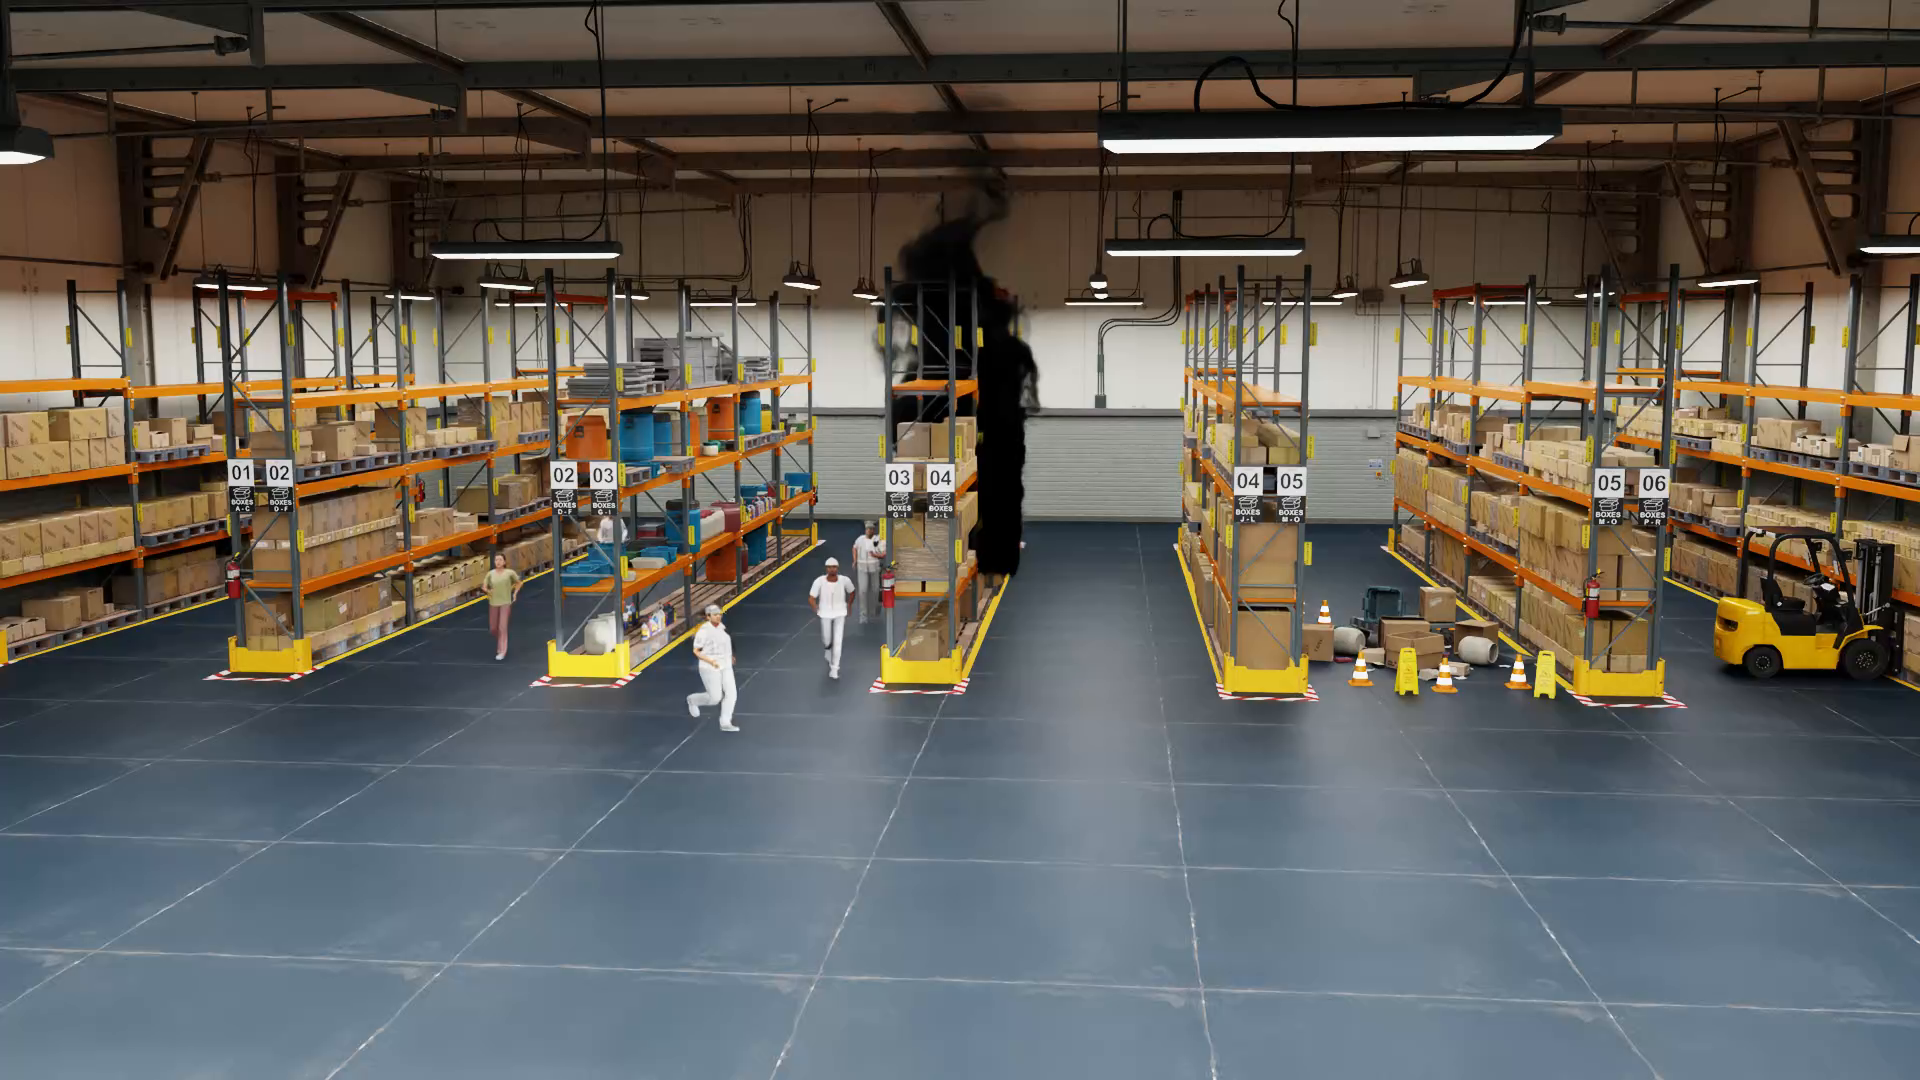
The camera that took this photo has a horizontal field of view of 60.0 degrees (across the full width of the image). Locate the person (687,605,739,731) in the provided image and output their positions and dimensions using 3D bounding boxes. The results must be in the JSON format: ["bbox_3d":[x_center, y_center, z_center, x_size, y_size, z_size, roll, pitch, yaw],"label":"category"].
[{"bbox_3d":[-3.123,1.628,21.279,0.769,1.619,0.621,5,9,36],"label":"person"}]

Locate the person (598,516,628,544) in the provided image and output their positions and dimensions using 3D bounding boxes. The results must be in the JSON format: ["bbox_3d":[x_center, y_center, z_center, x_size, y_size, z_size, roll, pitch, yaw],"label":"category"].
[{"bbox_3d":[-7.065,0.090,33.857,0.603,1.643,0.593,-1,7,-9],"label":"person"}]

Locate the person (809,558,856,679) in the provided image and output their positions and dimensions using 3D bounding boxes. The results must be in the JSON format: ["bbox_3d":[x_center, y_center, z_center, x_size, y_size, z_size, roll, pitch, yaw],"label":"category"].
[{"bbox_3d":[-1.898,1.133,24.818,0.699,1.758,0.850,-1,7,-5],"label":"person"}]

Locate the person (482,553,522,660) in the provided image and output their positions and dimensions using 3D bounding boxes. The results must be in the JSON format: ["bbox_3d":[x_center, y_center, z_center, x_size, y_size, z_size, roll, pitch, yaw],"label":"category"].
[{"bbox_3d":[-7.199,1.016,26.117,0.589,1.641,0.877,0,7,-3],"label":"person"}]

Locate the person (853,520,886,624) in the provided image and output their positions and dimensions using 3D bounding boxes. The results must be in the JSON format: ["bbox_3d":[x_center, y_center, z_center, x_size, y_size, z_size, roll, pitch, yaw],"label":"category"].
[{"bbox_3d":[-1.591,0.530,29.363,0.661,1.773,0.964,0,7,4],"label":"person"}]
